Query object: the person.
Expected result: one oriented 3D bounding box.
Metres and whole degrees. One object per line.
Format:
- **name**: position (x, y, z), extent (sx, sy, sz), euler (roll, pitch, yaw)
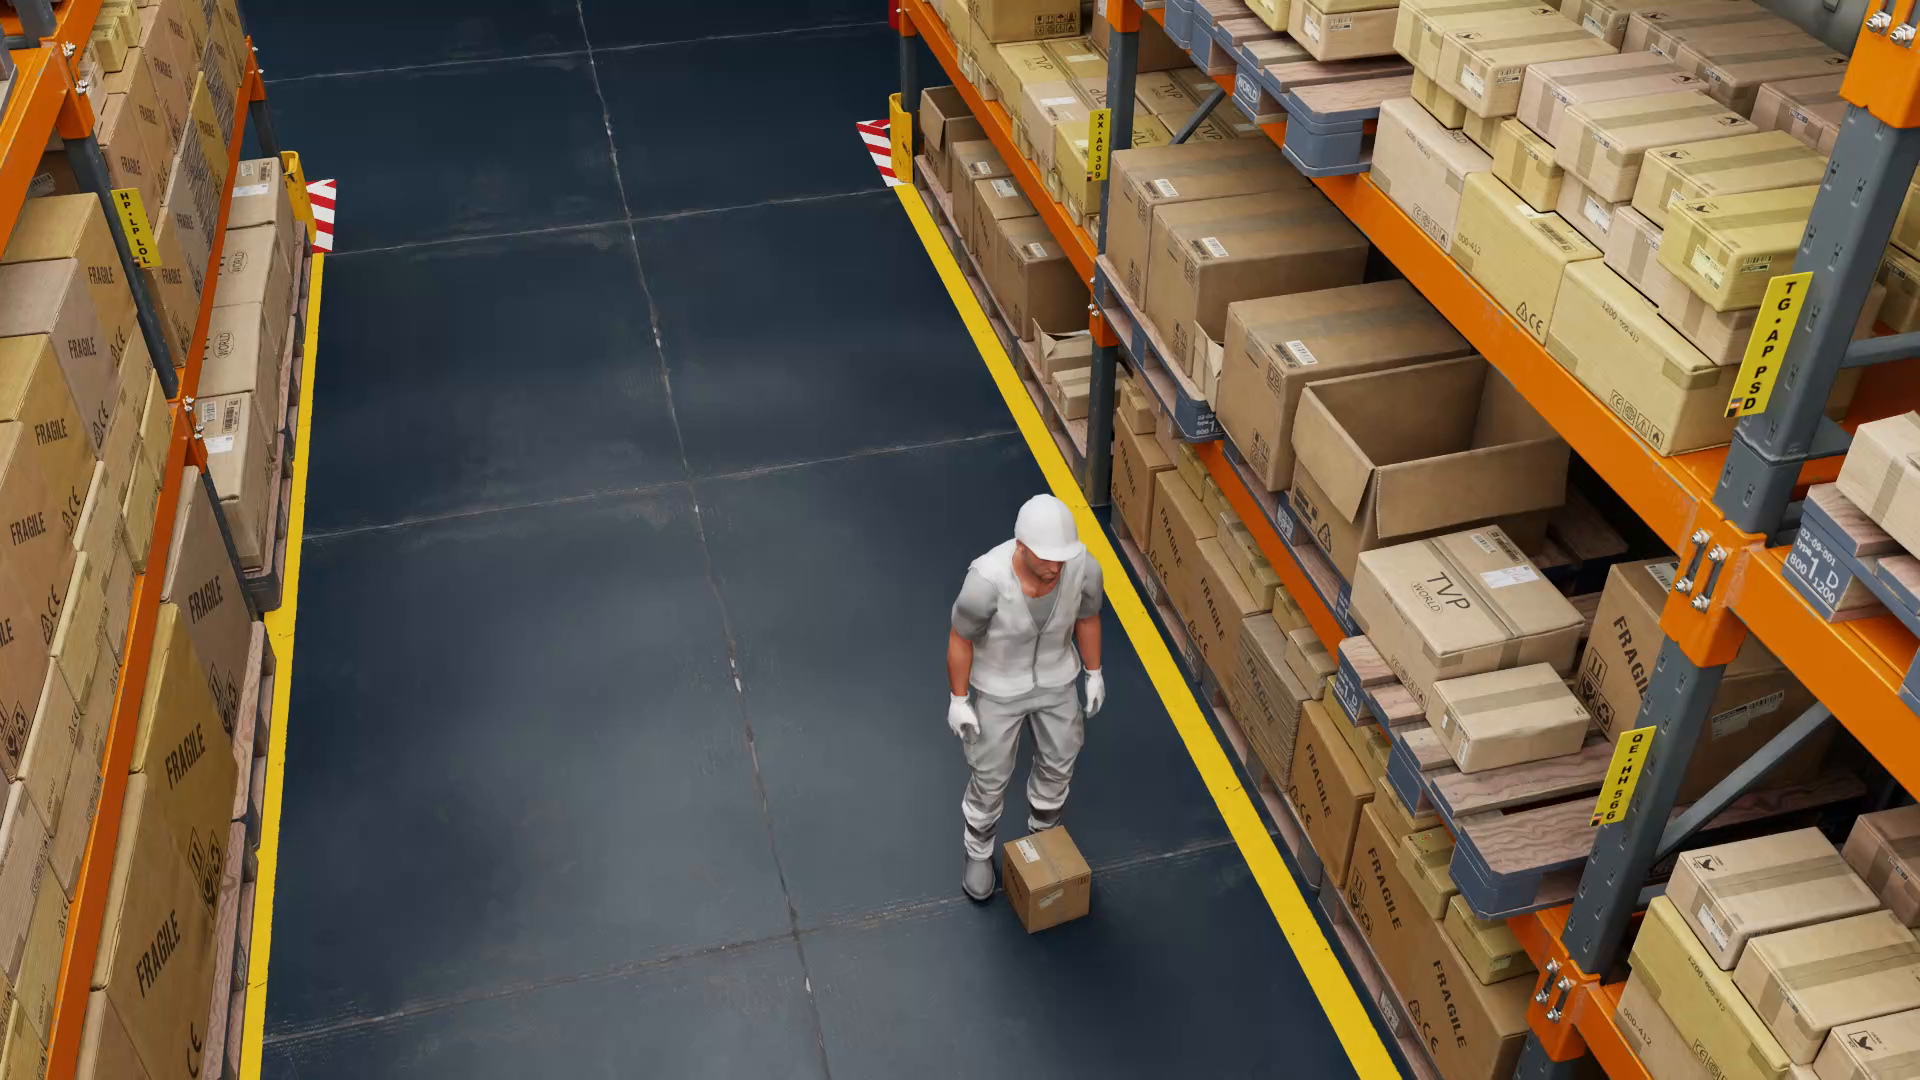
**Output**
- **person**: position (0.242, 0.547, 5.999), extent (0.604, 1.778, 0.450), euler (-11, 39, -14)
